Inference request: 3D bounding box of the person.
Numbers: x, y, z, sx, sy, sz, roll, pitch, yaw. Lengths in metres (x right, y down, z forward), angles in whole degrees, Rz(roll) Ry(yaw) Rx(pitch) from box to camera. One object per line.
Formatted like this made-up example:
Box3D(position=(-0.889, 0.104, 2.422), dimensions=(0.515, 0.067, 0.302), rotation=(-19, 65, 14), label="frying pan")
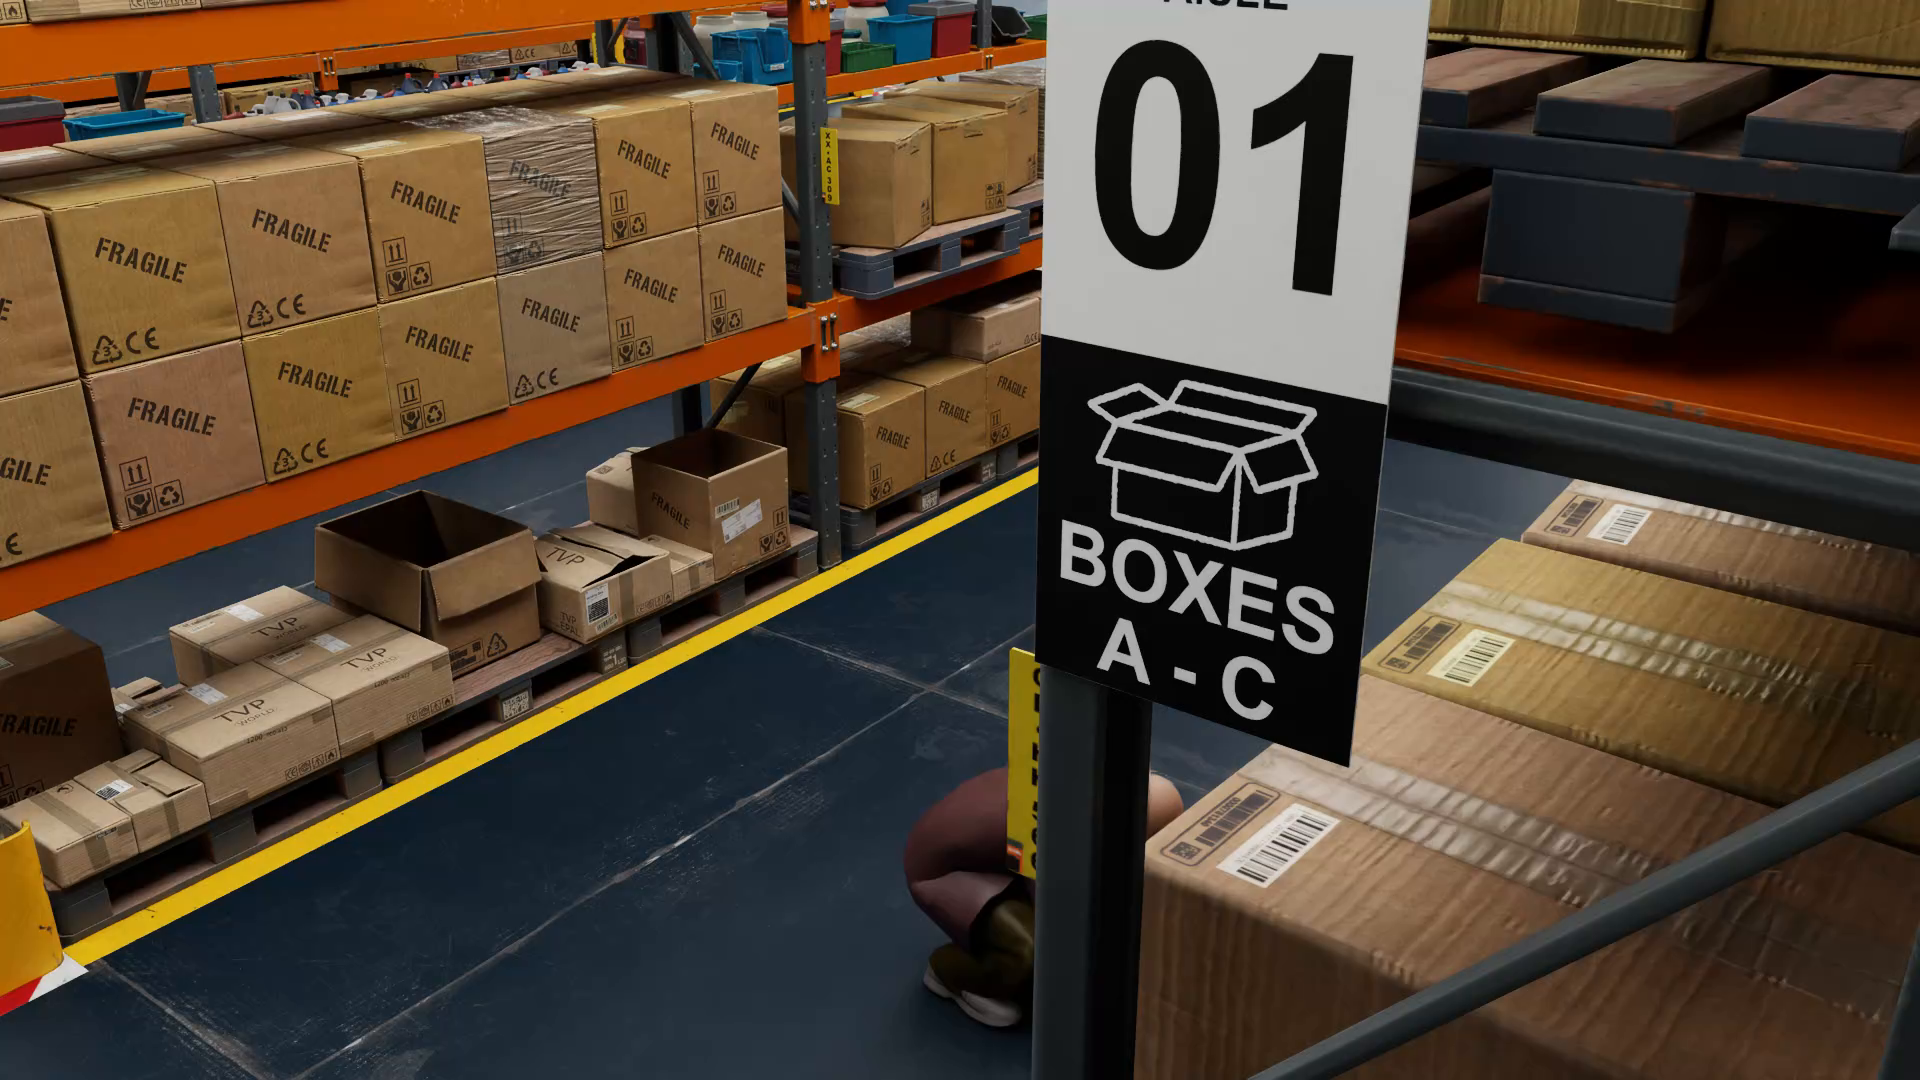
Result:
Box3D(position=(0.248, 1.013, 4.925), dimensions=(0.903, 0.888, 0.599), rotation=(17, 28, 34), label="person")
